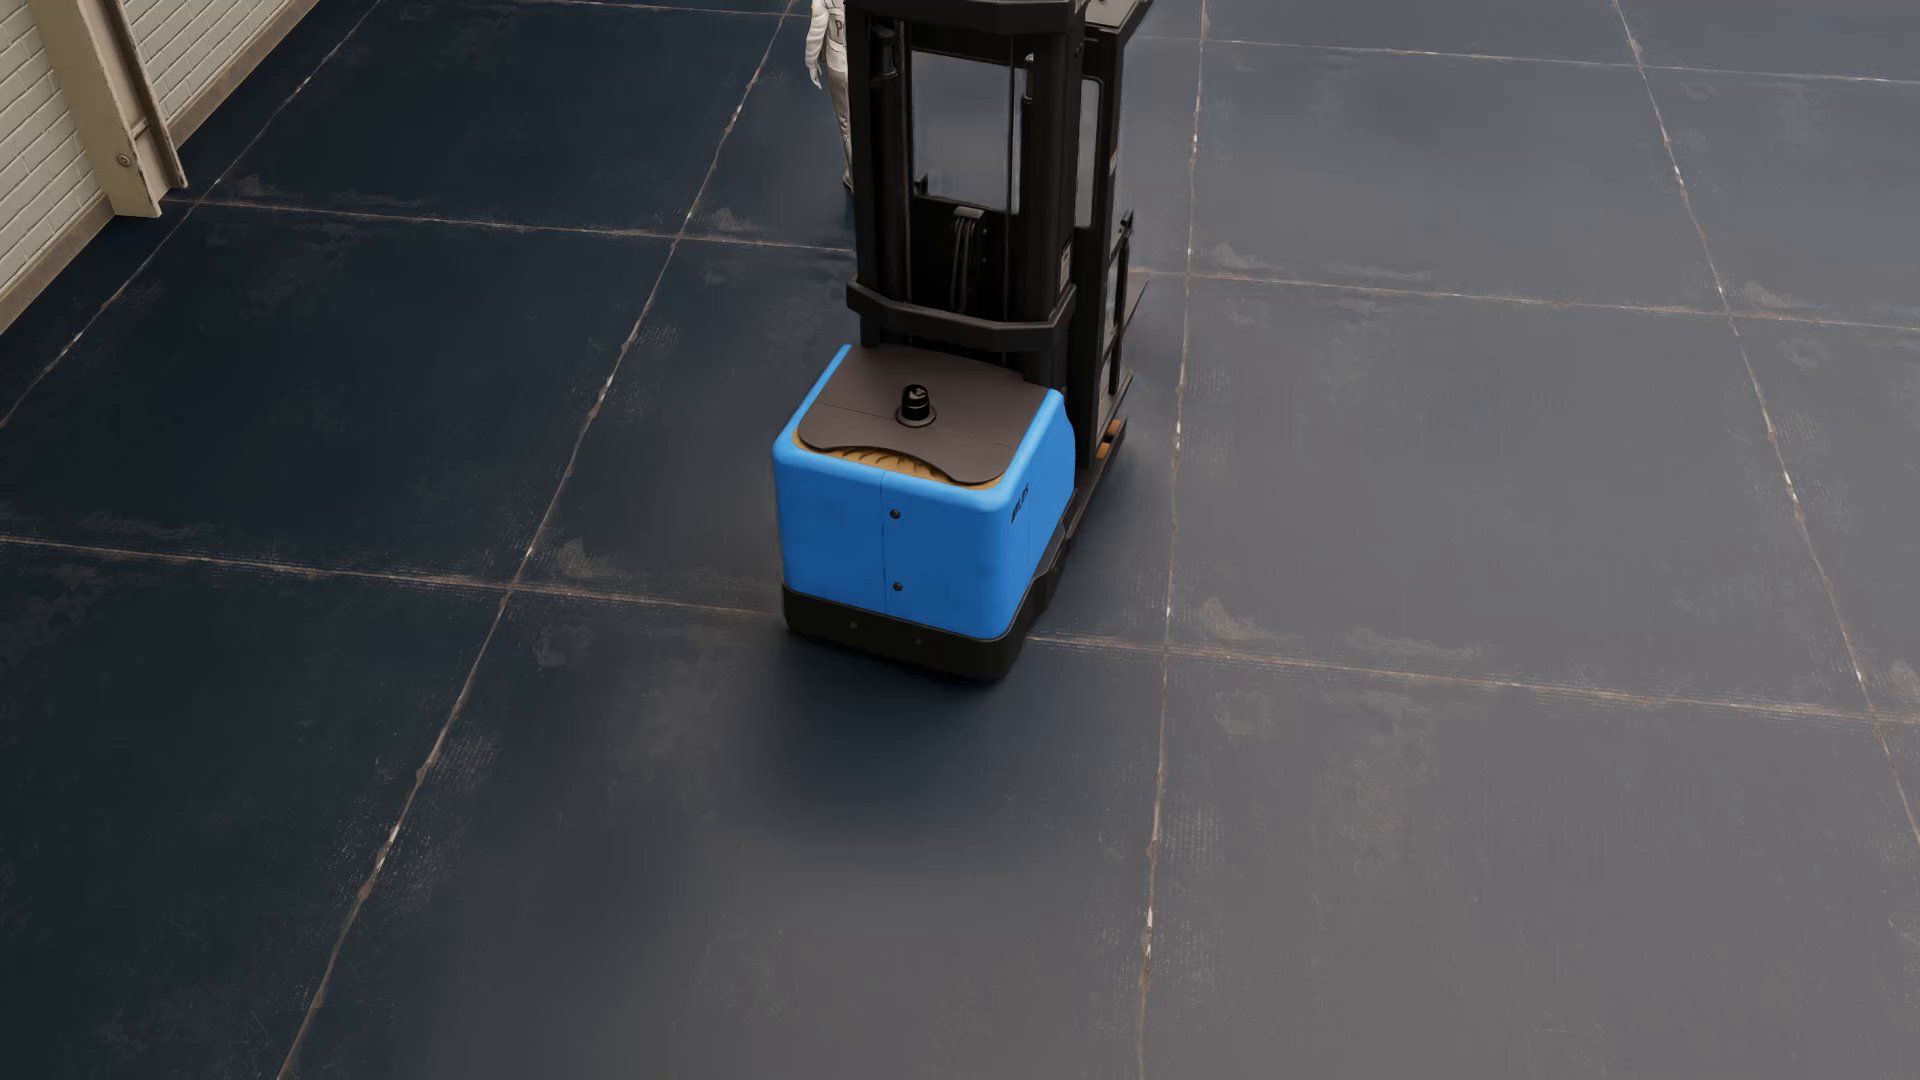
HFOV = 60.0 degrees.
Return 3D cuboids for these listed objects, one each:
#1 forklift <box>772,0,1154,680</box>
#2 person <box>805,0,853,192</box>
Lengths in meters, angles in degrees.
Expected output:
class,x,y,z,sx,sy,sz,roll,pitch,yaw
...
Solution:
class,x,y,z,sx,sy,sz,roll,pitch,yaw
forklift,0.197,-1.487,7.343,1.130,2.935,3.031,14,44,14
person,-0.612,-2.803,9.679,0.587,1.694,0.531,-6,43,-7
